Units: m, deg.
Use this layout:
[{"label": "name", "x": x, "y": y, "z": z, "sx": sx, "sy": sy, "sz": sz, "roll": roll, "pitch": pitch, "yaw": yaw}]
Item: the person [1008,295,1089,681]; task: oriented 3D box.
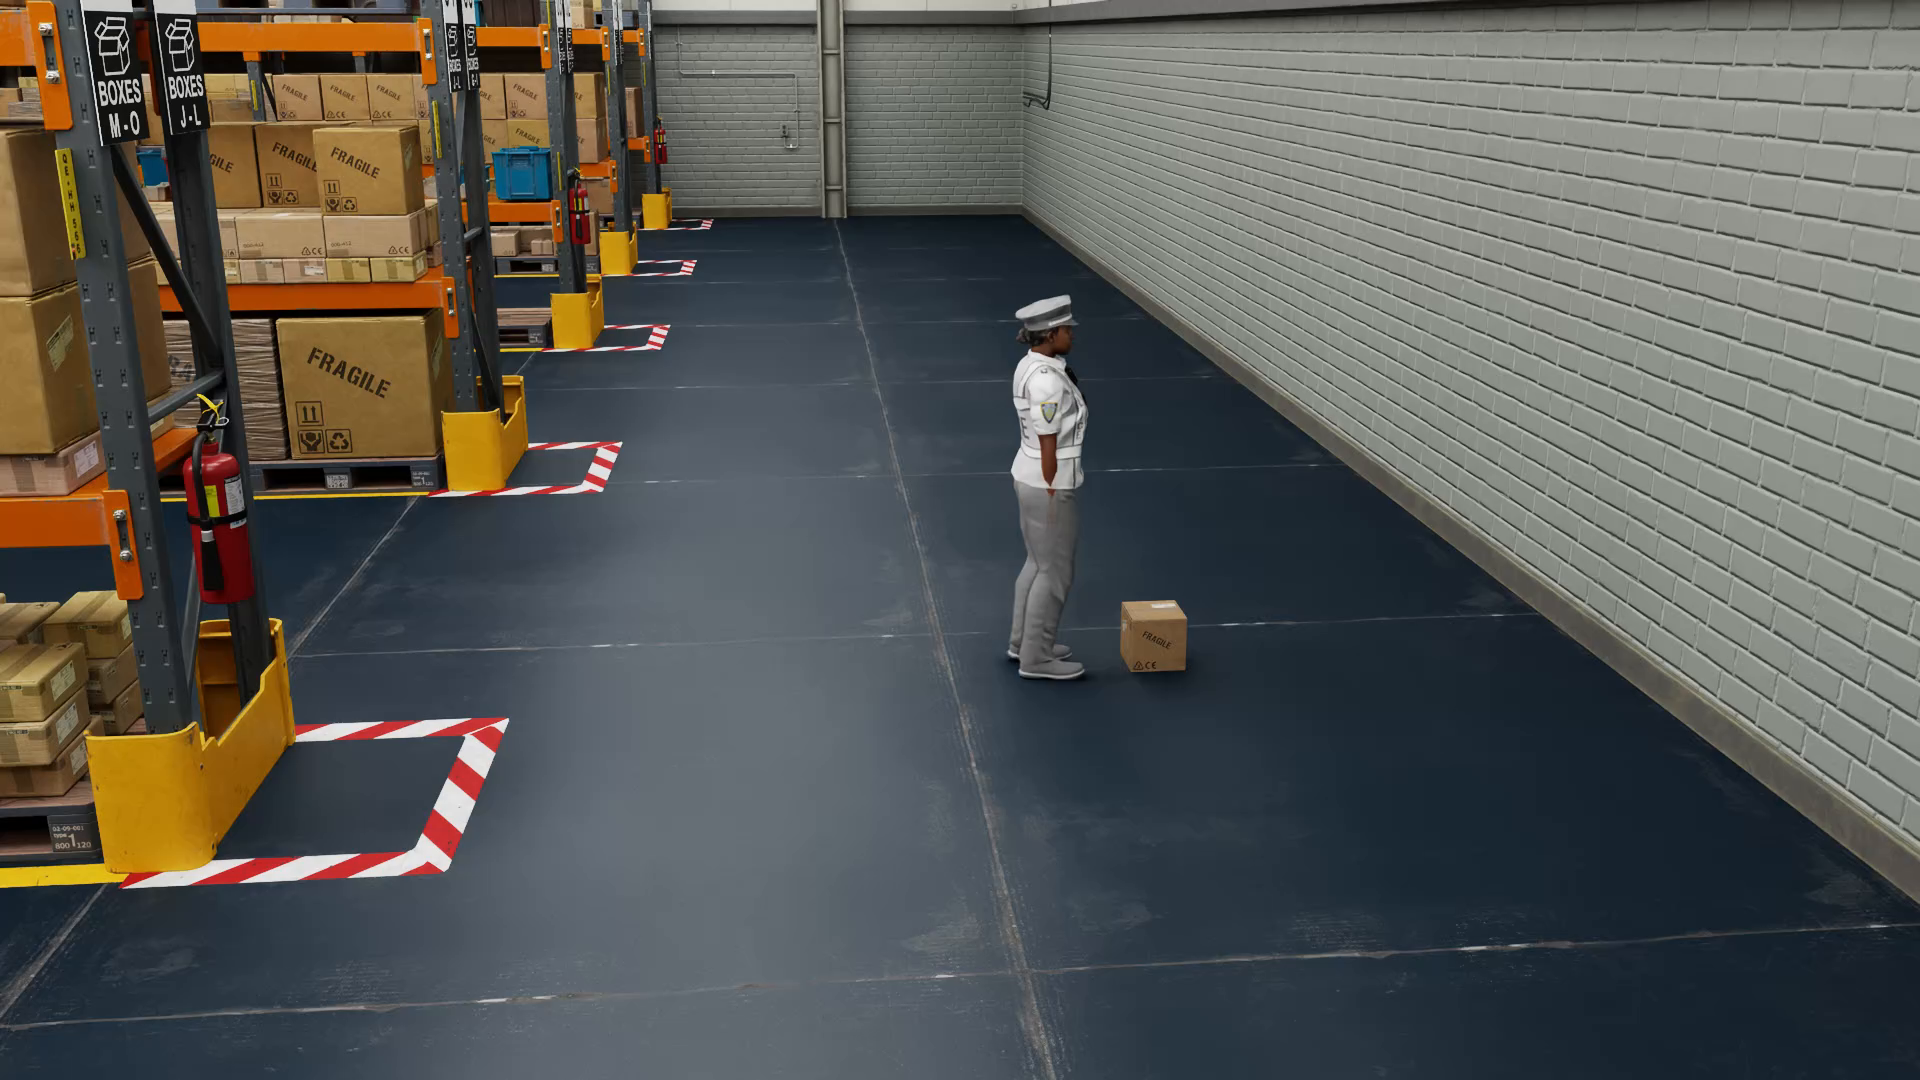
[{"label": "person", "x": 0.394, "y": -0.232, "z": 7.289, "sx": 0.340, "sy": 1.683, "sz": 0.436, "roll": -1, "pitch": 17, "yaw": -4}]
